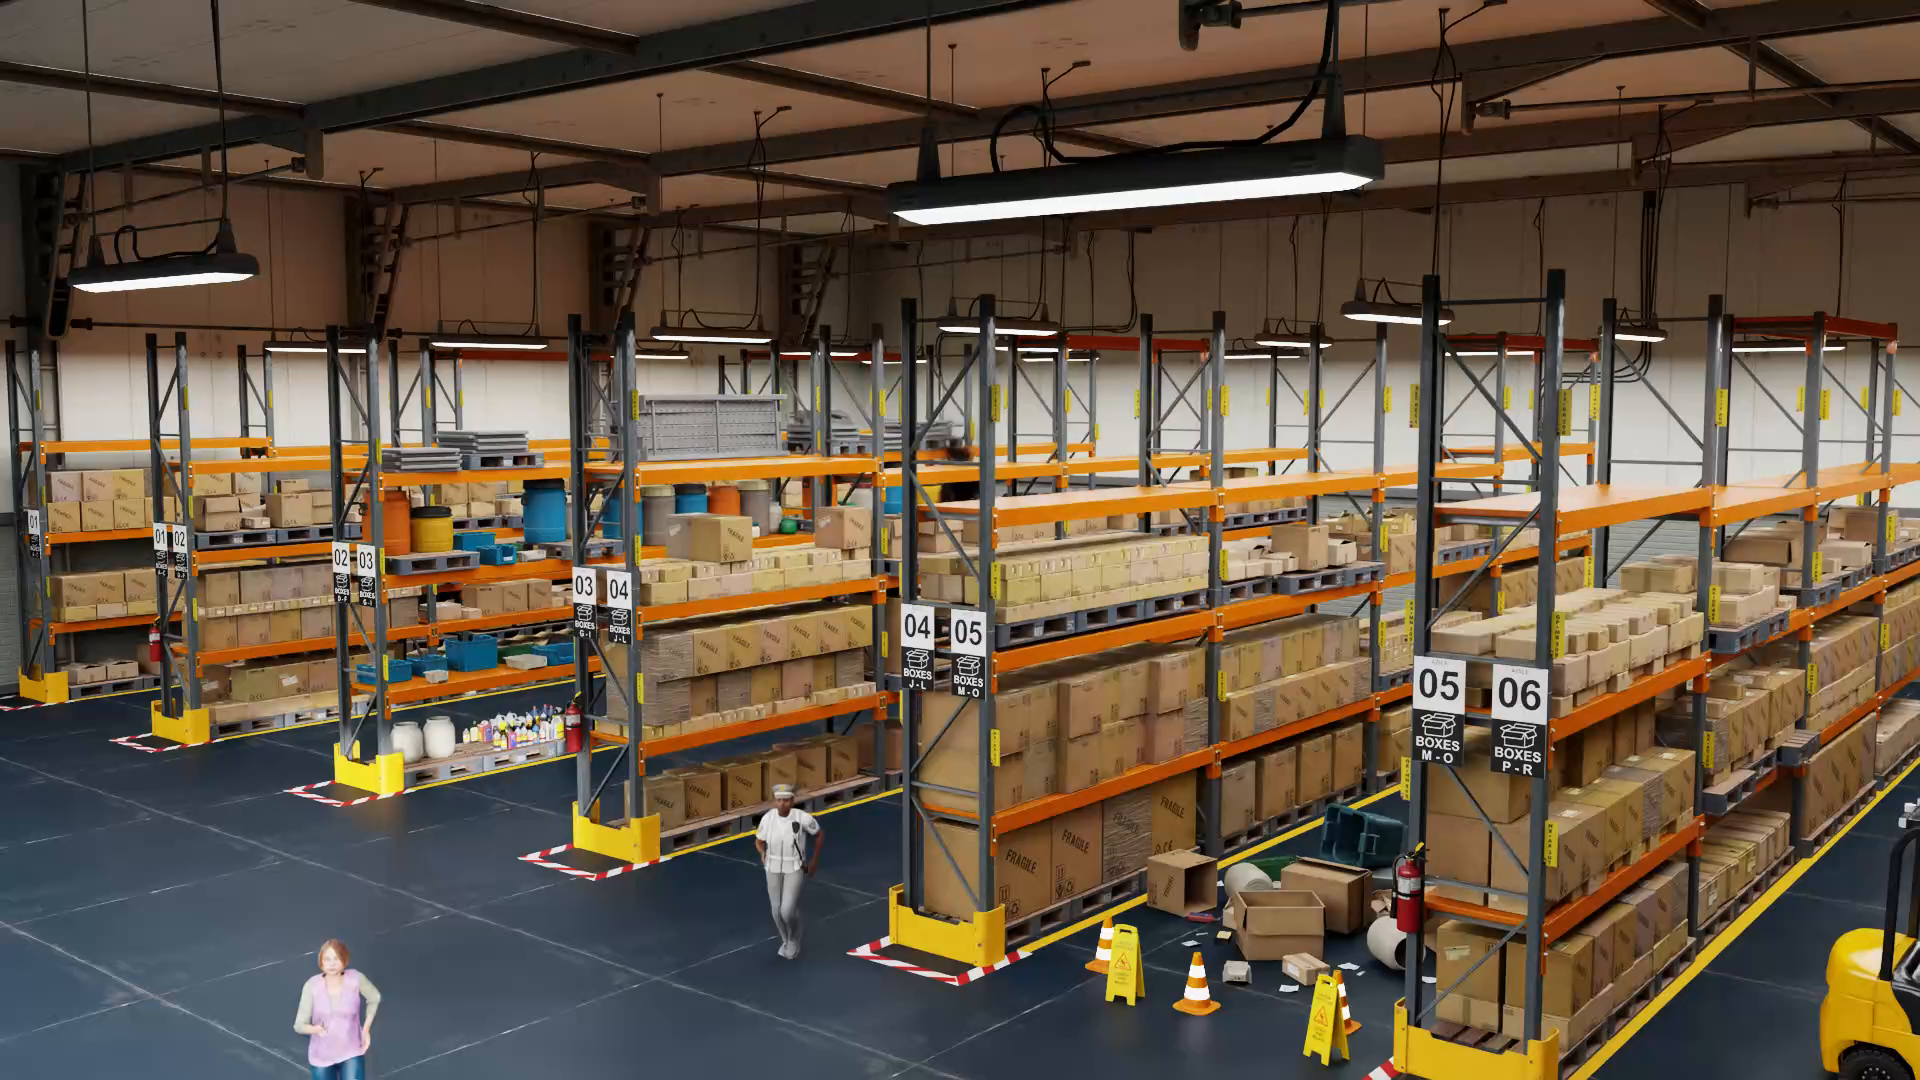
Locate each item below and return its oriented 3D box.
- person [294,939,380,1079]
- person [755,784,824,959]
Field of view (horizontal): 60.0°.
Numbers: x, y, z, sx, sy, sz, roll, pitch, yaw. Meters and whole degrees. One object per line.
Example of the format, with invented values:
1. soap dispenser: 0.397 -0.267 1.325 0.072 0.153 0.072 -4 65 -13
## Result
1. person: -4.041 3.400 10.806 0.514 1.635 0.660 -1 5 -16
2. person: -1.568 2.994 15.036 0.594 1.654 0.692 1 5 12
